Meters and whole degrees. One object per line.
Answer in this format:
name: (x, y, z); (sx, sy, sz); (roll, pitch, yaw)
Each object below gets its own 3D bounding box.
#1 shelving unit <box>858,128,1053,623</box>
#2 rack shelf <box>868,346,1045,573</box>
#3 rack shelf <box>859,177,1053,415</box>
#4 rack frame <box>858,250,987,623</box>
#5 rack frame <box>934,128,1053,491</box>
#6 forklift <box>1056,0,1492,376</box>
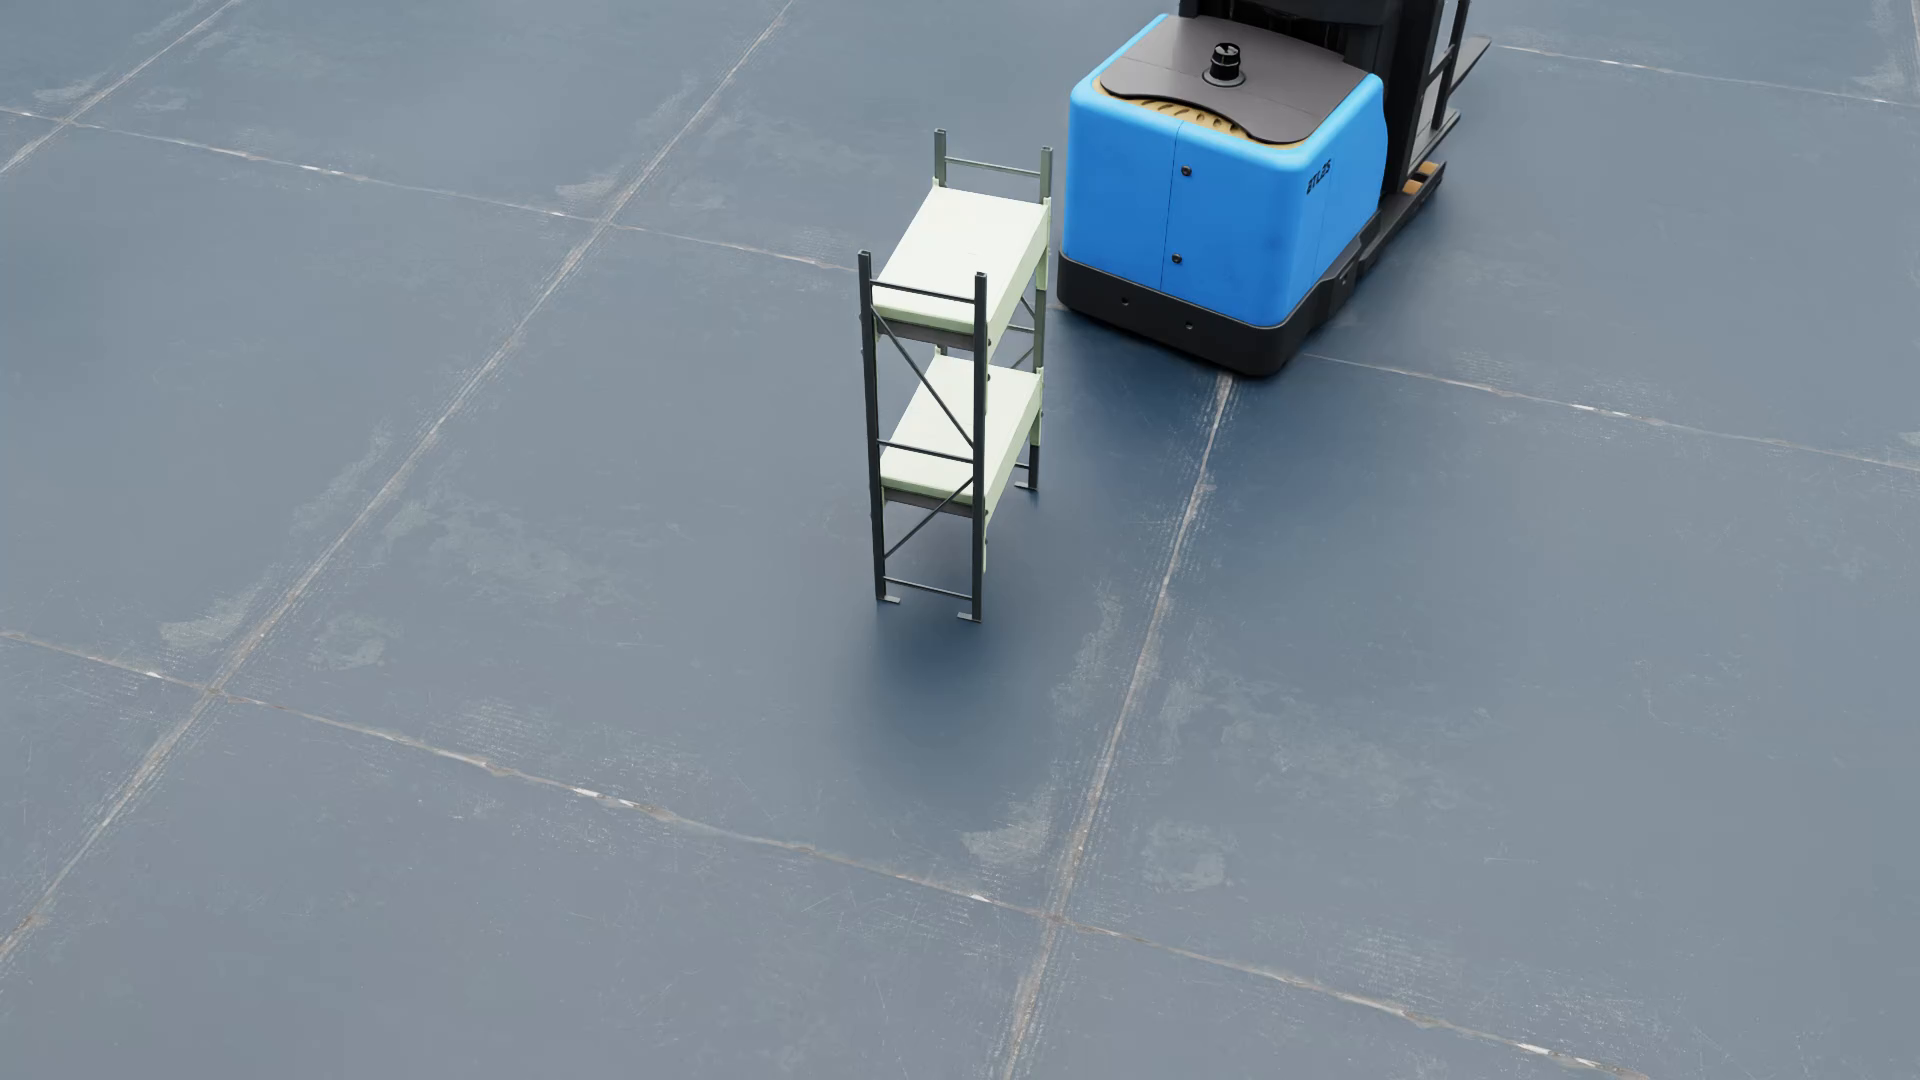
shelving unit: (-0.002, -0.532, 5.721); (0.431, 1.500, 0.755); (13, 46, 12)
rack shelf: (-0.002, -0.299, 5.949); (0.431, 0.370, 0.720); (13, 46, 12)
rack shelf: (-0.002, -0.811, 5.448); (0.431, 0.370, 0.720); (13, 46, 12)
rack frame: (-0.113, -0.288, 5.472); (0.400, 1.500, 0.023); (13, 46, 12)
rack frame: (0.109, -0.776, 5.970); (0.400, 1.500, 0.023); (13, 46, 12)
forklift: (1.643, -2.731, 6.945); (1.130, 2.935, 3.031); (24, 49, 23)
